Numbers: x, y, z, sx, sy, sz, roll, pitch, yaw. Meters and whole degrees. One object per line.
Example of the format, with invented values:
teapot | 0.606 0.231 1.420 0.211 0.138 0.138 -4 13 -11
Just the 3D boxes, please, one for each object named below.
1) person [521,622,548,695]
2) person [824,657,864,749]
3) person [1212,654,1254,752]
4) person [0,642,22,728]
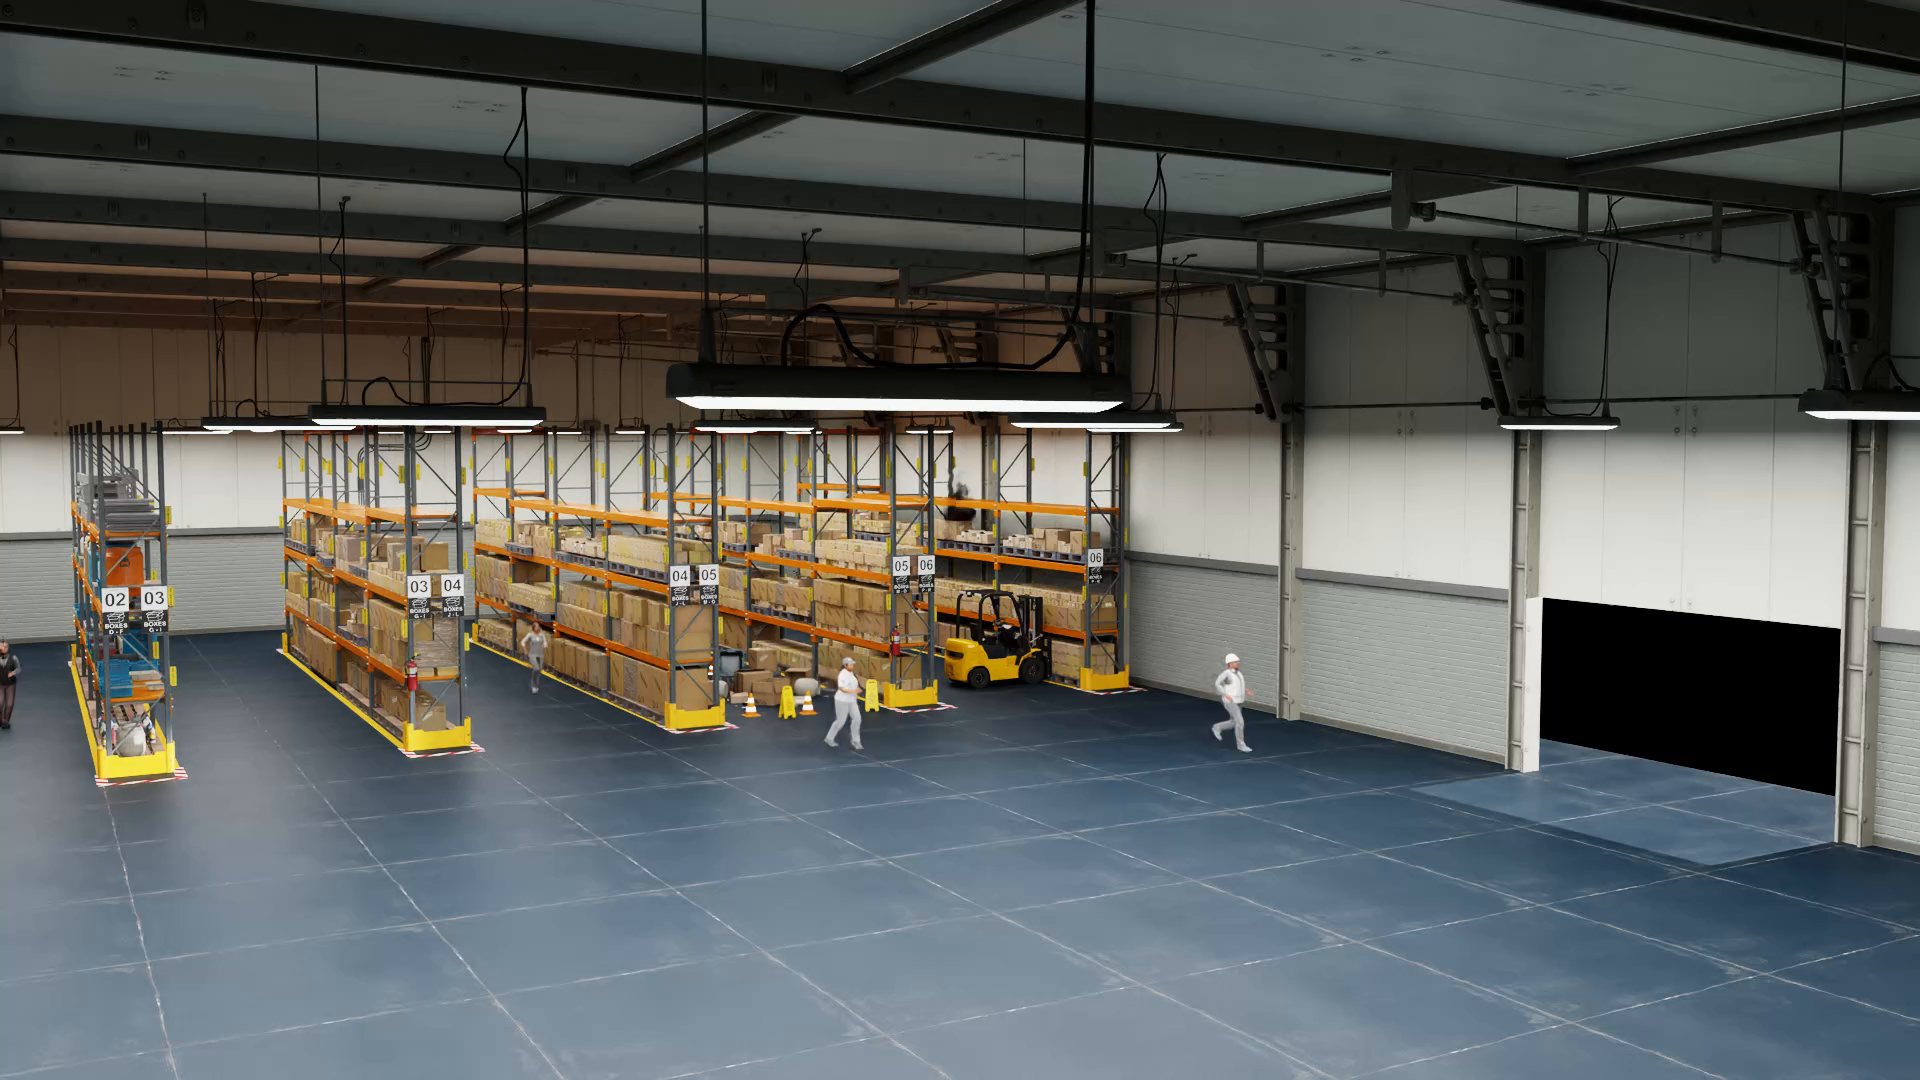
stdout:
person | -9.449 2.640 37.067 0.503 1.602 0.682 -3 4 -37
person | -2.115 3.019 30.573 0.751 1.743 0.618 1 4 20
person | 4.976 2.970 30.487 0.880 1.772 0.662 3 4 38
person | -18.711 2.852 32.542 0.639 1.685 0.651 -3 5 -39
